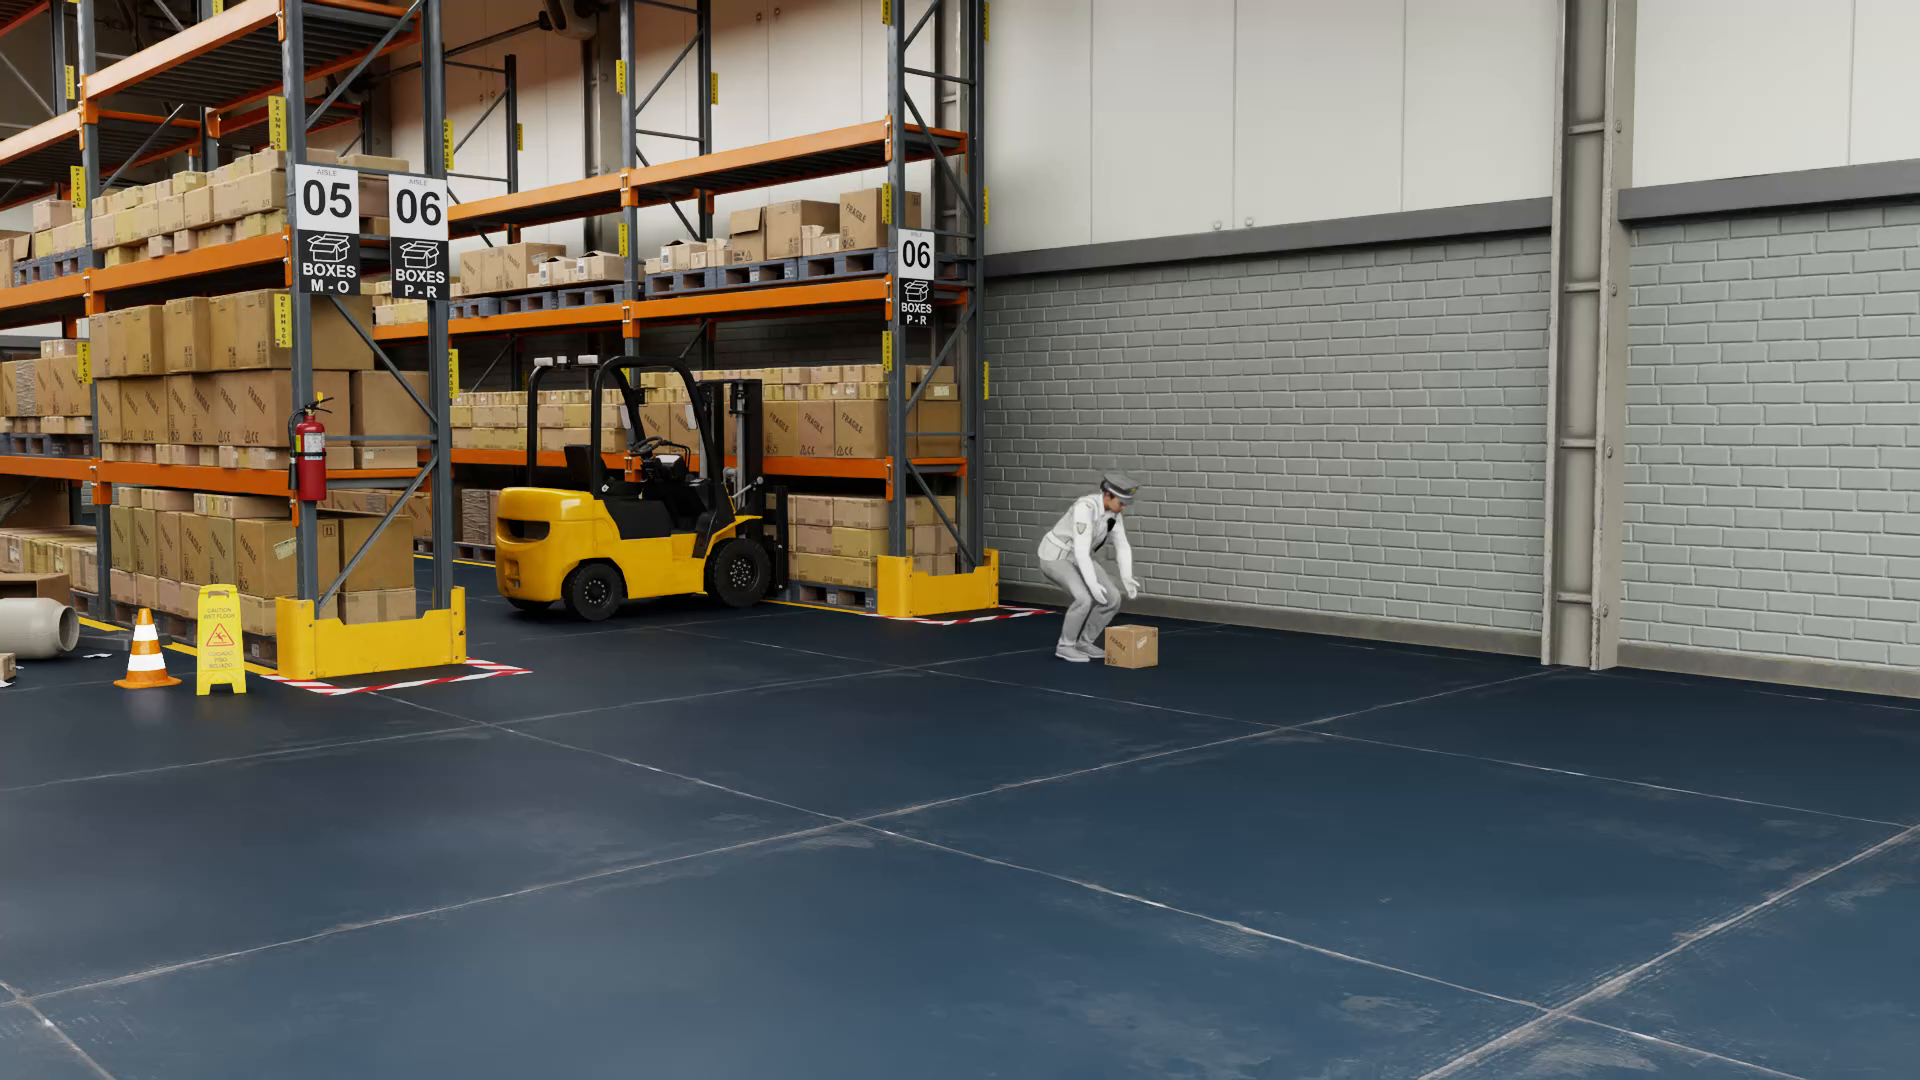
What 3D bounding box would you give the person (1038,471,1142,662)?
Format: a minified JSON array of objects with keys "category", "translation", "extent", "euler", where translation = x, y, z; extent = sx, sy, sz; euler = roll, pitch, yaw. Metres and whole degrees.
[{"category":"person","translation":[0.899,0.172,11.304],"extent":[0.533,1.292,0.752],"euler":[-4,6,-44]}]
